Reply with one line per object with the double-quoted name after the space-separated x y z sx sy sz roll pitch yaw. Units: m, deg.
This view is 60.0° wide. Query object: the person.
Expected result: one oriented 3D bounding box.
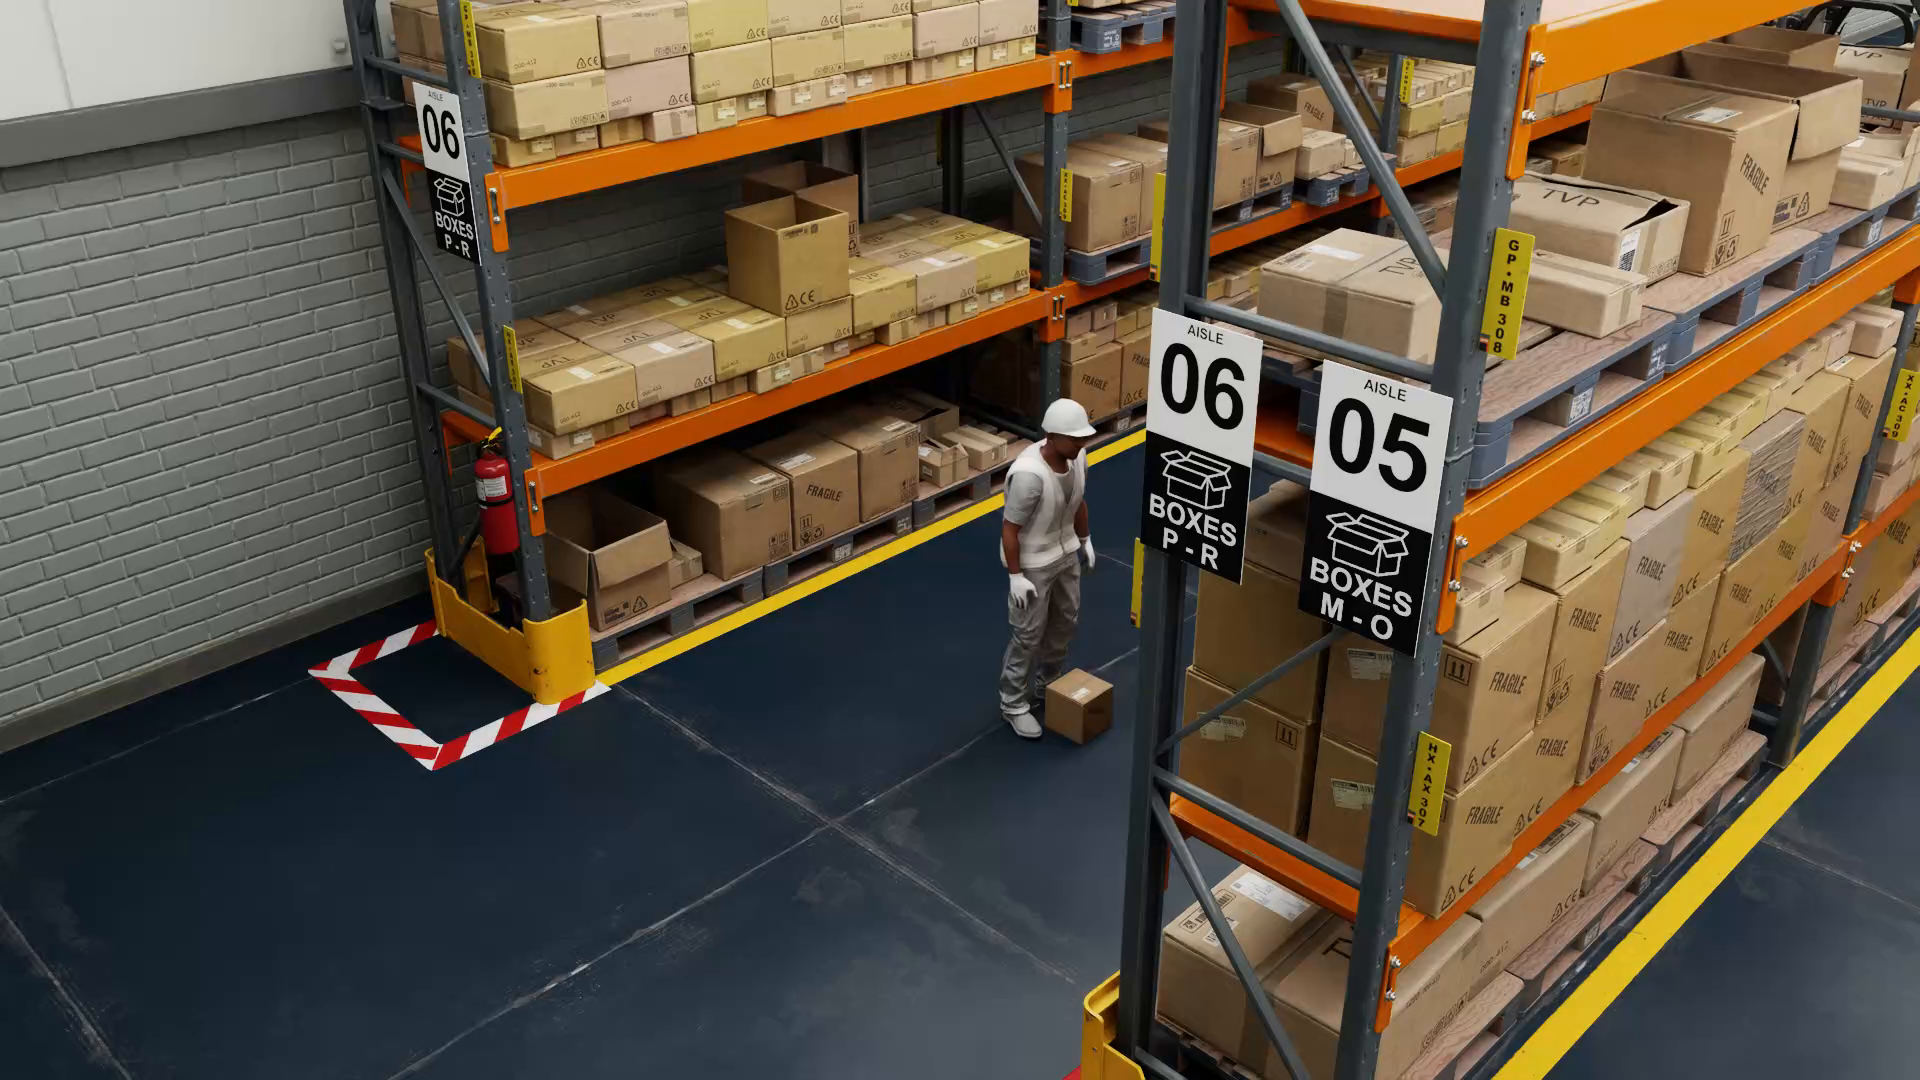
0.448 0.110 8.396 0.445 1.775 0.632 23 35 37 "person"
